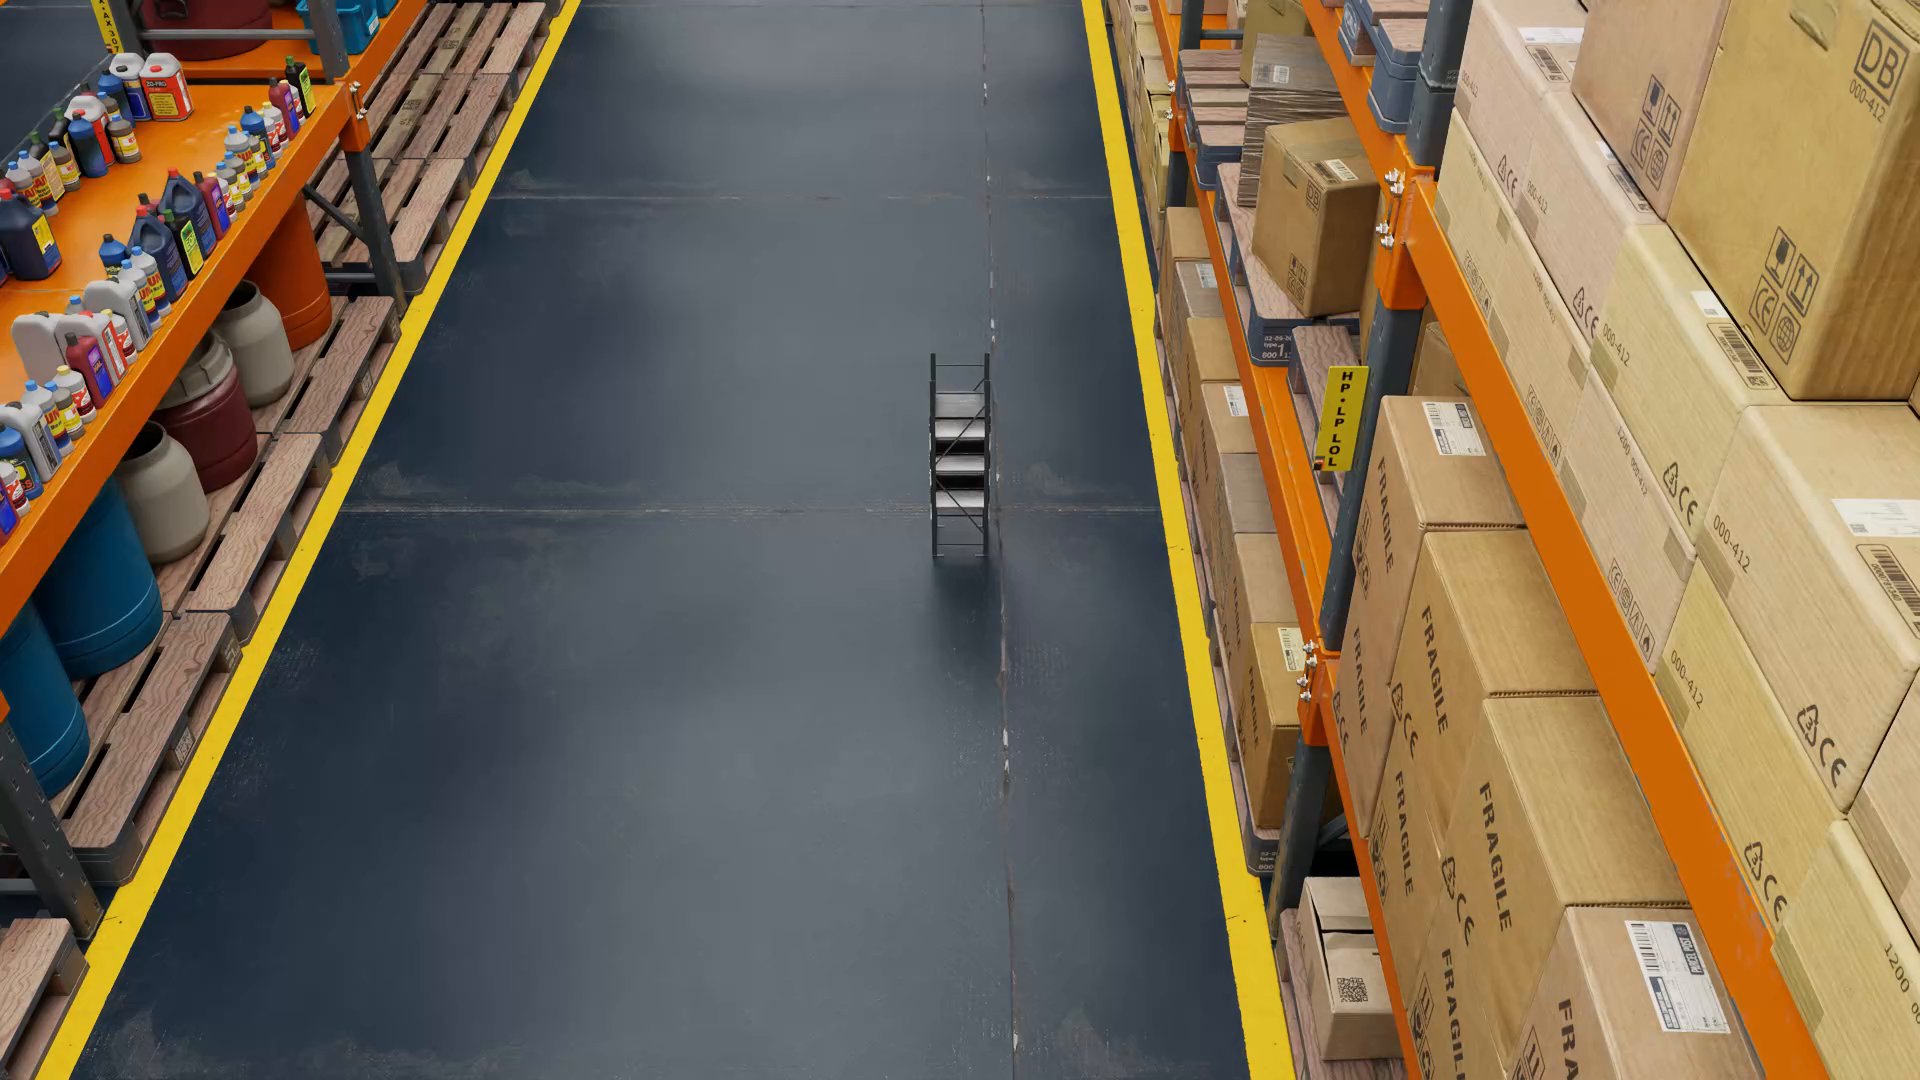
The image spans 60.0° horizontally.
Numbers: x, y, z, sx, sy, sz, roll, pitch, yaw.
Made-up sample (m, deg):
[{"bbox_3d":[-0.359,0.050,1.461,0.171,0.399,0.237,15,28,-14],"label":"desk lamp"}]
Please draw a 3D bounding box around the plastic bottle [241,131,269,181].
[{"bbox_3d":[-3.007,-1.634,7.049,0.097,0.201,0.097,0,39,0],"label":"plastic bottle"}]

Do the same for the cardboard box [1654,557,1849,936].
[{"bbox_3d":[1.294,0.268,2.239,0.500,0.250,0.500,0,39,0],"label":"cardboard box"}]

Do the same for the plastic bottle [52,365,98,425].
[{"bbox_3d":[-3.005,-0.497,5.630,0.097,0.201,0.097,0,39,0],"label":"plastic bottle"}]

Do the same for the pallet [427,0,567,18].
[{"bbox_3d":[-3.380,-4.196,12.317,1.003,0.211,1.213,0,39,0],"label":"pallet"}]

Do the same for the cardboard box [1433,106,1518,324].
[{"bbox_3d":[1.295,-0.670,3.409,0.500,0.250,0.500,0,39,0],"label":"cardboard box"}]

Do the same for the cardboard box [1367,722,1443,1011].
[{"bbox_3d":[1.274,0.737,3.851,0.500,0.500,0.500,1,39,1],"label":"cardboard box"}]

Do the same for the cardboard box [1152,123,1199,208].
[{"bbox_3d":[1.290,-2.001,8.763,0.500,0.311,0.500,1,39,1],"label":"cardboard box"}]

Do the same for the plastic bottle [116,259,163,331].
[{"bbox_3d":[-3.005,-0.898,6.074,0.097,0.271,0.097,0,39,0],"label":"plastic bottle"}]

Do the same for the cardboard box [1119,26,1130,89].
[{"bbox_3d":[1.288,-3.060,10.533,0.500,0.250,0.500,-1,39,-1],"label":"cardboard box"}]

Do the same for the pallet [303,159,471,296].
[{"bbox_3d":[-3.378,-1.759,9.276,1.003,0.211,1.213,0,39,0],"label":"pallet"}]

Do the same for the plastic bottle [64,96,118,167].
[{"bbox_3d":[-3.739,-1.754,7.140,0.152,0.276,0.135,0,39,0],"label":"plastic bottle"}]

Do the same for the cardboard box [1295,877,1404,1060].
[{"bbox_3d":[1.326,1.277,5.056,0.500,0.311,0.500,0,39,0],"label":"cardboard box"}]

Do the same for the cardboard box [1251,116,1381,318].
[{"bbox_3d":[1.478,-1.170,5.896,0.700,0.500,0.500,-9,40,-11],"label":"cardboard box"}]

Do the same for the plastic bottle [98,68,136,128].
[{"bbox_3d":[-3.766,-1.969,7.412,0.097,0.271,0.097,0,39,0],"label":"plastic bottle"}]

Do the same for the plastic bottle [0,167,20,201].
[{"bbox_3d":[-3.783,-1.324,6.597,0.061,0.283,0.133,0,39,0],"label":"plastic bottle"}]

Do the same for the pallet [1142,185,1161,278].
[{"bbox_3d":[1.575,-1.791,9.316,1.003,0.211,1.213,0,39,0],"label":"pallet"}]

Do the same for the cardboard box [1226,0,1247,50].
[{"bbox_3d":[1.580,-2.557,8.113,0.500,0.311,0.500,2,39,3],"label":"cardboard box"}]

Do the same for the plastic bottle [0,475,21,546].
[{"bbox_3d":[-2.986,-0.129,5.106,0.061,0.283,0.133,0,39,0],"label":"plastic bottle"}]

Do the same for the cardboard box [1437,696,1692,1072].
[{"bbox_3d":[1.262,0.647,3.164,0.500,0.500,0.500,-1,39,-1],"label":"cardboard box"}]

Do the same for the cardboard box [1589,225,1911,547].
[{"bbox_3d":[1.285,-0.240,2.473,0.500,0.250,0.500,0,39,0],"label":"cardboard box"}]

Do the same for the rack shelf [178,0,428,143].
[{"bbox_3d":[-3.419,-3.333,9.586,1.077,0.370,4.000,0,39,0],"label":"rack shelf"}]

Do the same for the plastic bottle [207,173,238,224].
[{"bbox_3d":[-3.006,-1.390,6.745,0.097,0.201,0.097,0,39,0],"label":"plastic bottle"}]

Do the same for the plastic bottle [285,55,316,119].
[{"bbox_3d":[-2.989,-2.065,7.521,0.061,0.283,0.133,0,39,0],"label":"plastic bottle"}]

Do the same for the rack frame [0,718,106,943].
[{"bbox_3d":[-3.412,0.139,4.679,1.000,3.000,0.127,0,39,0],"label":"rack frame"}]

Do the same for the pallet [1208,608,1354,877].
[{"bbox_3d":[1.503,0.717,6.187,1.003,0.211,1.213,0,39,0],"label":"pallet"}]

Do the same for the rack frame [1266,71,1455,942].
[{"bbox_3d":[1.542,0.137,4.680,1.000,3.000,0.127,0,39,0],"label":"rack frame"}]

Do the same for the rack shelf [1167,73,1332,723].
[{"bbox_3d":[1.539,-0.833,6.466,1.077,0.370,4.000,0,39,0],"label":"rack shelf"}]

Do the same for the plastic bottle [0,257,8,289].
[{"bbox_3d":[-3.741,-1.106,6.271,0.144,0.351,0.185,0,39,0],"label":"plastic bottle"}]

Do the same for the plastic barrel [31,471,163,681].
[{"bbox_3d":[-3.396,0.010,6.180,0.600,0.901,0.708,0,39,0],"label":"plastic barrel"}]

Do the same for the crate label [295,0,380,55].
[{"bbox_3d":[-3.042,-2.561,8.181,0.303,0.233,0.416,0,39,0],"label":"crate label"}]

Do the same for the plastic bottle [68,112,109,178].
[{"bbox_3d":[-3.705,-1.680,7.051,0.097,0.271,0.097,0,39,0],"label":"plastic bottle"}]

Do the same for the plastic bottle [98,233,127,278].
[{"bbox_3d":[-3.150,-1.019,6.226,0.097,0.271,0.097,0,39,0],"label":"plastic bottle"}]

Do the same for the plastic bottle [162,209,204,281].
[{"bbox_3d":[-2.988,-1.151,6.381,0.061,0.283,0.133,0,39,0],"label":"plastic bottle"}]

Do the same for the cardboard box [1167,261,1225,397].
[{"bbox_3d":[1.258,-0.948,7.682,0.500,0.500,0.500,-1,39,-2],"label":"cardboard box"}]

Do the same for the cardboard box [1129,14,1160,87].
[{"bbox_3d":[1.287,-2.955,9.954,0.500,0.311,0.500,1,39,1],"label":"cardboard box"}]

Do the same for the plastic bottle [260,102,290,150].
[{"bbox_3d":[-3.007,-1.816,7.277,0.097,0.201,0.097,0,39,0],"label":"plastic bottle"}]

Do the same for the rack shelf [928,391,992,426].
[{"bbox_3d":[0.000,-0.531,6.814,0.258,0.077,0.200,0,39,0],"label":"rack shelf"}]

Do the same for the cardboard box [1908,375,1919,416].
[{"bbox_3d":[1.599,-0.220,1.848,0.700,0.500,0.500,0,39,0],"label":"cardboard box"}]

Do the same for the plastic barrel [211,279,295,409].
[{"bbox_3d":[-3.309,-0.897,7.624,0.421,0.512,0.421,0,39,0],"label":"plastic barrel"}]

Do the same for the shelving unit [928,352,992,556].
[{"bbox_3d":[0.000,-0.346,6.962,0.258,0.900,0.210,0,39,0],"label":"shelving unit"}]

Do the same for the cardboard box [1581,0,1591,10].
[{"bbox_3d":[1.580,-1.158,3.019,0.700,0.500,0.500,0,39,0],"label":"cardboard box"}]

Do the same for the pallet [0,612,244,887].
[{"bbox_3d":[-3.371,0.744,6.153,1.003,0.211,1.213,0,39,0],"label":"pallet"}]

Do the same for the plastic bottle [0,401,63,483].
[{"bbox_3d":[-3.032,-0.332,5.364,0.152,0.276,0.135,0,39,0],"label":"plastic bottle"}]

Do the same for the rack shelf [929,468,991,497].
[{"bbox_3d":[0.000,-0.250,7.039,0.258,0.077,0.200,0,39,0],"label":"rack shelf"}]

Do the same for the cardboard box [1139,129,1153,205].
[{"bbox_3d":[1.288,-2.106,9.343,0.500,0.250,0.500,0,39,-1],"label":"cardboard box"}]

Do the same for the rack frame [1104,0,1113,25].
[{"bbox_3d":[1.532,-4.866,10.923,1.000,3.000,0.127,0,39,0],"label":"rack frame"}]

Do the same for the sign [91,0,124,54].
[{"bbox_3d":[-3.966,-2.422,7.743,0.100,0.325,0.005,0,39,0],"label":"sign"}]

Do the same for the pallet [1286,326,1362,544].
[{"bbox_3d":[1.650,-0.288,5.364,1.003,0.211,1.213,0,39,0],"label":"pallet"}]

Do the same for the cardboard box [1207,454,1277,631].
[{"bbox_3d":[1.262,0.010,6.486,0.500,0.500,0.500,0,39,1],"label":"cardboard box"}]

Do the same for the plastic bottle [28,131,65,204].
[{"bbox_3d":[-3.784,-1.529,6.853,0.061,0.283,0.133,0,39,0],"label":"plastic bottle"}]

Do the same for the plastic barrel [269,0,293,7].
[{"bbox_3d":[-3.631,-3.050,8.567,0.421,0.512,0.421,0,39,0],"label":"plastic barrel"}]

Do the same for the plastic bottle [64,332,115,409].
[{"bbox_3d":[-2.987,-0.601,5.695,0.061,0.283,0.133,0,39,0],"label":"plastic bottle"}]
